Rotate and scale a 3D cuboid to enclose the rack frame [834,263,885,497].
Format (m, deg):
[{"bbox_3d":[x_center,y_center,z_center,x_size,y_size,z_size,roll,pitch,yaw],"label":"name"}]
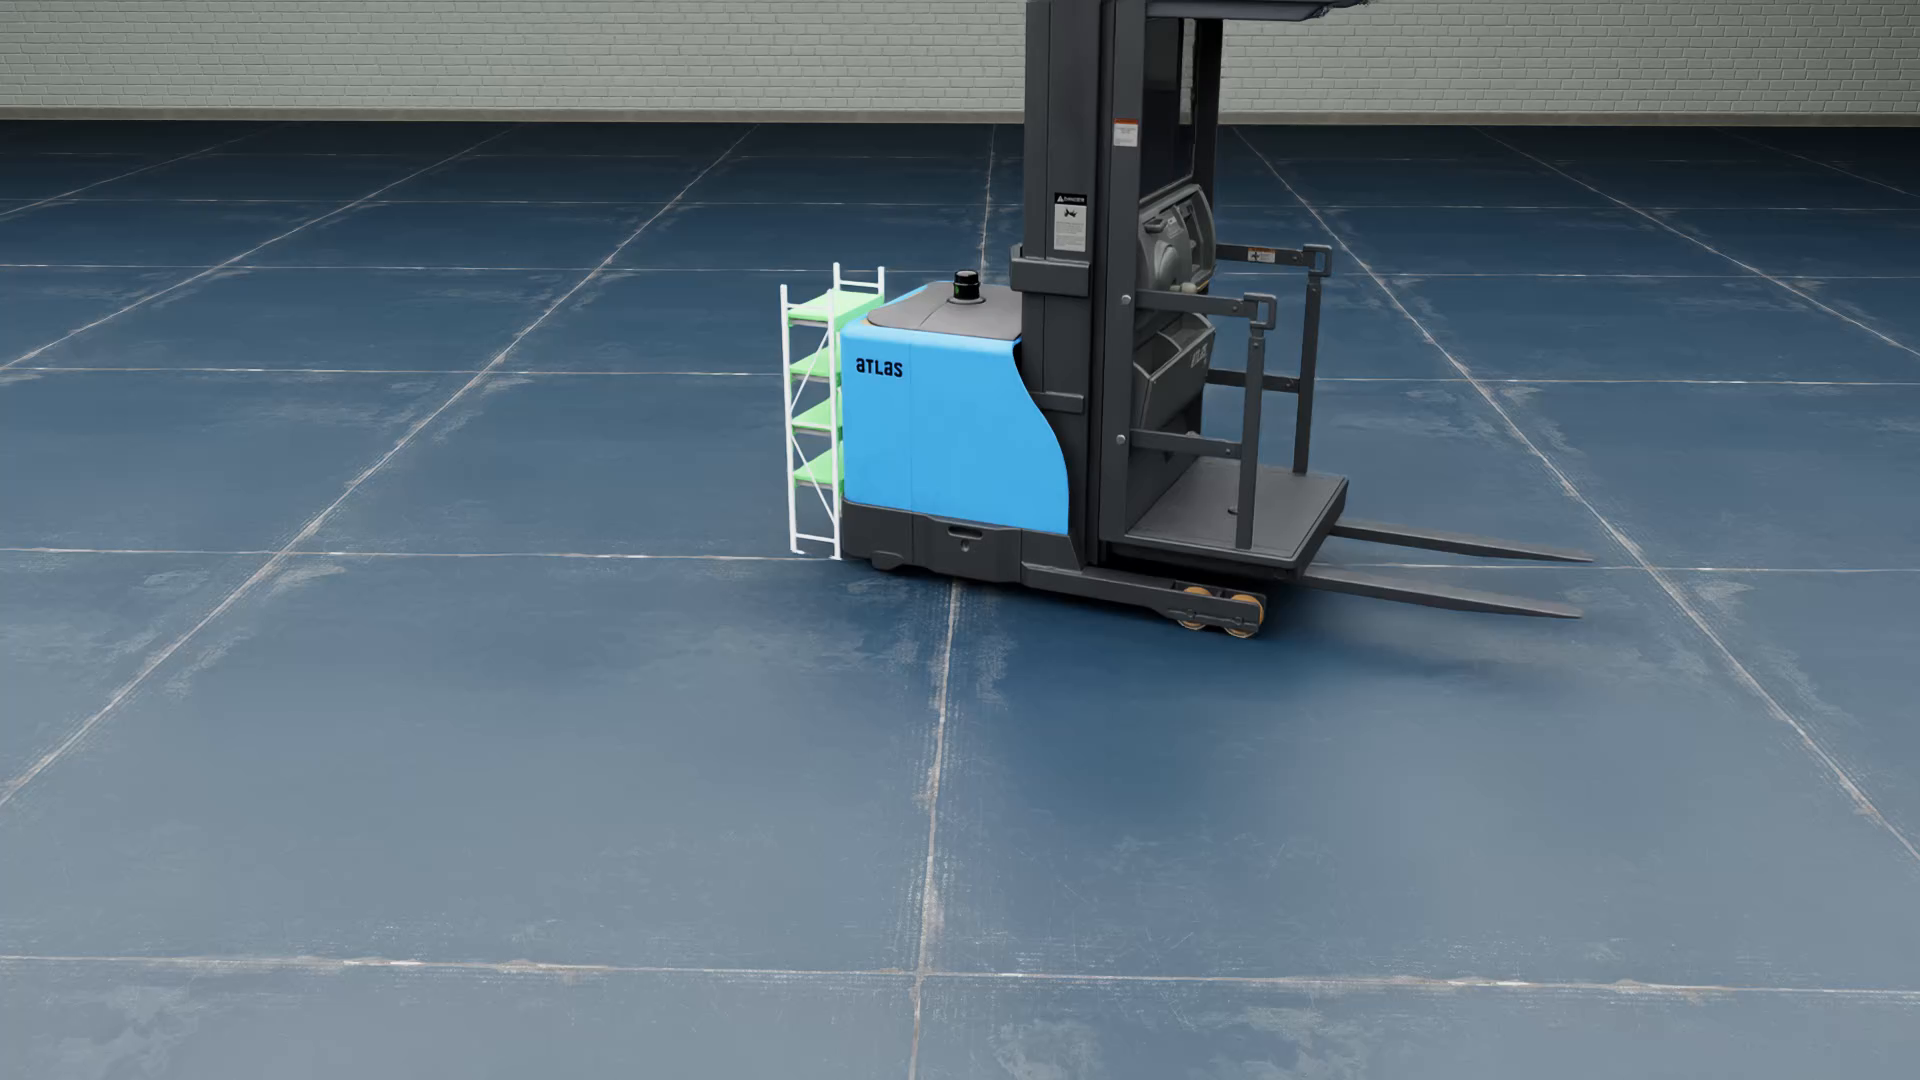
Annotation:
[{"bbox_3d":[-0.447,-0.654,7.555,0.240,1.200,0.015,9,23,21],"label":"rack frame"}]

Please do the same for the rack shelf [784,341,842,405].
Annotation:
[{"bbox_3d":[-0.542,-0.737,7.282,0.258,0.148,0.480,9,23,21],"label":"rack shelf"}]

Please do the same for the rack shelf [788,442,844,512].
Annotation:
[{"bbox_3d":[-0.542,-0.289,7.456,0.258,0.148,0.480,9,23,21],"label":"rack shelf"}]

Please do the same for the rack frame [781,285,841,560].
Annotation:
[{"bbox_3d":[-0.637,-0.491,7.136,0.240,1.200,0.015,9,23,21],"label":"rack frame"}]

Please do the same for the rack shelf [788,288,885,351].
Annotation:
[{"bbox_3d":[-0.542,-0.960,7.195,0.258,0.148,0.480,9,23,21],"label":"rack shelf"}]

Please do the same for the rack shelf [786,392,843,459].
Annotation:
[{"bbox_3d":[-0.542,-0.513,7.369,0.258,0.148,0.480,9,23,21],"label":"rack shelf"}]

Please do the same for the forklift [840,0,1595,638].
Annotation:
[{"bbox_3d":[1.053,-1.201,6.573,3.031,2.935,1.130,9,23,22],"label":"forklift"}]

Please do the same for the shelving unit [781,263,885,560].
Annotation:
[{"bbox_3d":[-0.542,-0.572,7.346,0.258,1.200,0.503,9,23,21],"label":"shelving unit"}]
